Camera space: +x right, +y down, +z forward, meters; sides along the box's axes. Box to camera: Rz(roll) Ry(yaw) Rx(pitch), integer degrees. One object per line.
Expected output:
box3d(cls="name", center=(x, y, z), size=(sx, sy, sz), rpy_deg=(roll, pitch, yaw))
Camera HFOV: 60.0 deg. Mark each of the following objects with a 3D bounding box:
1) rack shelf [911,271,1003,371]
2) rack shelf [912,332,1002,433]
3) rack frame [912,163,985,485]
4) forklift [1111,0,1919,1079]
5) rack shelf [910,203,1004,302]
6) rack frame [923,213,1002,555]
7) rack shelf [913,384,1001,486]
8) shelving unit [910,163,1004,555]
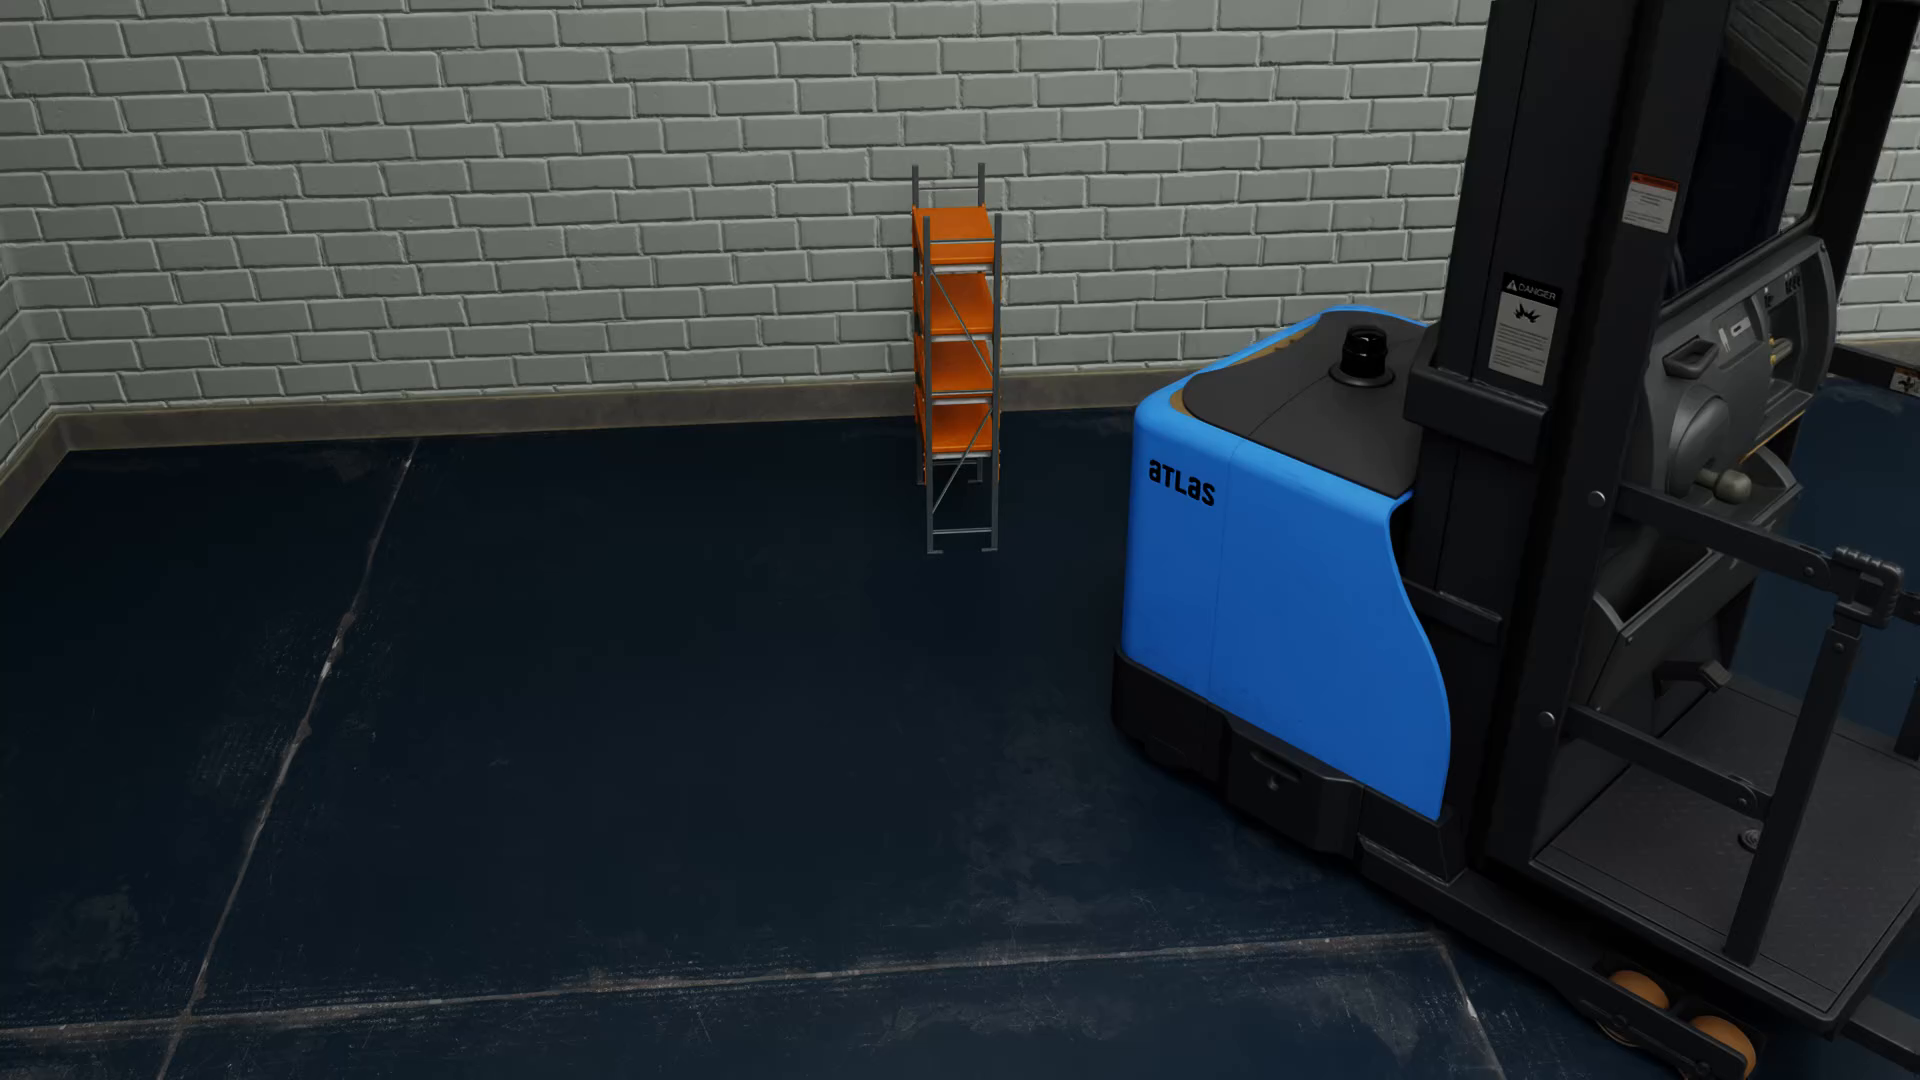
box3d(cls="rack shelf", center=(-0.015, -0.734, 5.504), size=(0.258, 0.148, 0.480), rpy_deg=(-3, 31, -5))
box3d(cls="rack shelf", center=(-0.015, -0.542, 5.618), size=(0.258, 0.148, 0.480), rpy_deg=(-3, 31, -5))
box3d(cls="rack frame", center=(-0.038, -0.724, 5.792), size=(0.240, 1.200, 0.015), rpy_deg=(-3, 31, -5))
box3d(cls="forklift", center=(1.828, -0.332, 3.448), size=(1.130, 2.935, 3.031), rpy_deg=(-27, 40, -37))
box3d(cls="rack shelf", center=(-0.015, -0.937, 5.382), size=(0.258, 0.148, 0.480), rpy_deg=(-3, 31, -5))
box3d(cls="rack frame", center=(0.007, -0.475, 5.375), size=(0.240, 1.200, 0.015), rpy_deg=(-3, 31, -5))
box3d(cls="rack shelf", center=(-0.015, -0.371, 5.720), size=(0.258, 0.148, 0.480), rpy_deg=(-3, 31, -5))
box3d(cls="shelving unit", center=(-0.015, -0.600, 5.584), size=(0.258, 1.200, 0.503), rpy_deg=(-3, 31, -5))
